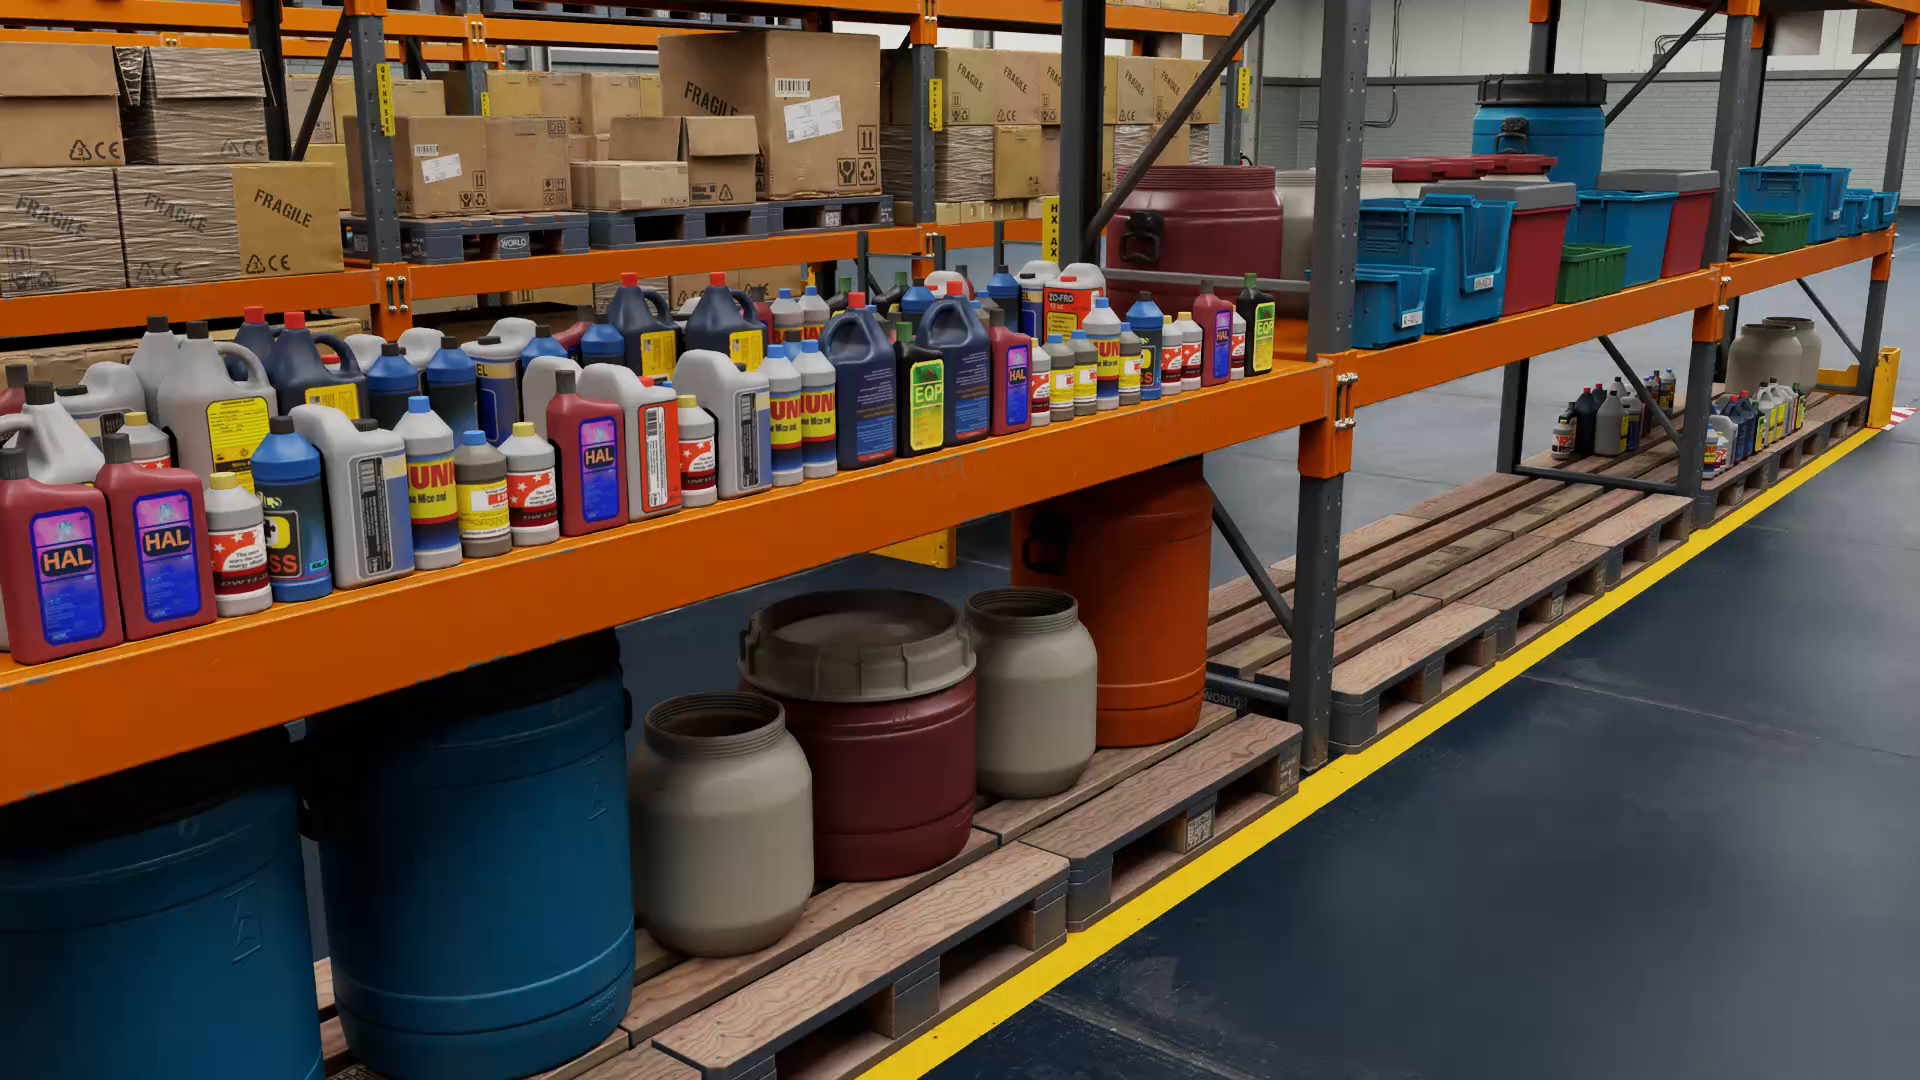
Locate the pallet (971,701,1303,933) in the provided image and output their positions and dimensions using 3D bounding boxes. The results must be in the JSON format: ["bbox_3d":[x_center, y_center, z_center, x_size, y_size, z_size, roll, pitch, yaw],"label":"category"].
[{"bbox_3d":[0.283,0.704,4.922,1.003,0.211,1.213,11,18,38],"label":"pallet"}]

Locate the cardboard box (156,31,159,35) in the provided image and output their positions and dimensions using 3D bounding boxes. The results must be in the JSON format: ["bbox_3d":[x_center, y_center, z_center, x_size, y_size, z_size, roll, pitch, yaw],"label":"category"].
[{"bbox_3d":[-8.339,-5.311,17.353,0.380,0.149,0.250,11,18,38],"label":"cardboard box"}]

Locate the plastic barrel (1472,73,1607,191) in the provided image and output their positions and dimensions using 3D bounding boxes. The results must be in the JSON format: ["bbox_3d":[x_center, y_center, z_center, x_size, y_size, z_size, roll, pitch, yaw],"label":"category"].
[{"bbox_3d":[2.782,-1.787,8.045,0.600,0.901,0.708,11,18,38],"label":"plastic barrel"}]

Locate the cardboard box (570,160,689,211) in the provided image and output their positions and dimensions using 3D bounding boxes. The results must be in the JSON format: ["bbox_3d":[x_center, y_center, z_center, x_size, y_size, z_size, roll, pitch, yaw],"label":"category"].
[{"bbox_3d":[-1.874,-1.987,9.305,0.500,0.250,0.500,11,18,36],"label":"cardboard box"}]

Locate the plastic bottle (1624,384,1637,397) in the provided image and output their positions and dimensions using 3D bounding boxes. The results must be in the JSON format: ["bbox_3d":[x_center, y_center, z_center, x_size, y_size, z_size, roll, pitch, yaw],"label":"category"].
[{"bbox_3d":[3.870,-0.761,9.664,0.152,0.276,0.135,12,18,39],"label":"plastic bottle"}]

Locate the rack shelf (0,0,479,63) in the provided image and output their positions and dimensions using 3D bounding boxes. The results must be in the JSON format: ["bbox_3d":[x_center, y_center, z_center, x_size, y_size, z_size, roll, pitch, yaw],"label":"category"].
[{"bbox_3d":[-5.643,-3.846,12.540,1.077,0.370,4.000,11,18,38],"label":"rack shelf"}]

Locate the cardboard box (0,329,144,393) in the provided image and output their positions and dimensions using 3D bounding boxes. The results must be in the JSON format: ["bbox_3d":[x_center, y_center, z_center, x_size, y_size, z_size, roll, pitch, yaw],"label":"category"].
[{"bbox_3d":[-4.122,-0.446,7.250,1.225,0.875,0.875,11,18,38],"label":"cardboard box"}]

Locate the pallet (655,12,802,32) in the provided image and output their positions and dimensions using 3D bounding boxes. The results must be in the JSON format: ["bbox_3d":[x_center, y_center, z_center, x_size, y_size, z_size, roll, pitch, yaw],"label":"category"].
[{"bbox_3d":[-2.330,-5.157,16.420,1.003,0.211,1.213,11,18,38],"label":"pallet"}]

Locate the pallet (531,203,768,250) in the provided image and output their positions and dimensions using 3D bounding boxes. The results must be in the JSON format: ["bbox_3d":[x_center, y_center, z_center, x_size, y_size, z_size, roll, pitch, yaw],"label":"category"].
[{"bbox_3d":[-1.894,-1.864,9.756,1.003,0.211,1.213,11,18,38],"label":"pallet"}]

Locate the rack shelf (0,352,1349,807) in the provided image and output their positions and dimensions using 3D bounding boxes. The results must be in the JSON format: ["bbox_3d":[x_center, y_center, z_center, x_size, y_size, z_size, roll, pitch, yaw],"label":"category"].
[{"bbox_3d":[-0.510,-0.073,3.779,1.077,0.370,4.000,11,18,38],"label":"rack shelf"}]

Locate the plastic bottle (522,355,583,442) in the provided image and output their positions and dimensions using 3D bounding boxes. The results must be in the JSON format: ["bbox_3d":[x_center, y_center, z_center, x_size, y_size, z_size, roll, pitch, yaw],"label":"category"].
[{"bbox_3d":[-0.717,-0.209,3.106,0.152,0.276,0.135,11,18,38],"label":"plastic bottle"}]

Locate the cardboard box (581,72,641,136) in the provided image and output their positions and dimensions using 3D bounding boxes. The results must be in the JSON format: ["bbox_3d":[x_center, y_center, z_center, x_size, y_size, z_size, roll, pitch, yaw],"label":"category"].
[{"bbox_3d":[-3.426,-3.991,15.243,0.875,0.550,0.550,11,18,38],"label":"cardboard box"}]

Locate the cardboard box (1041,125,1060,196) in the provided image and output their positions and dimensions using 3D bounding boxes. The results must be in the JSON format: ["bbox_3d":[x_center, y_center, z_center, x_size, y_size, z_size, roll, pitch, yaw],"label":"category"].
[{"bbox_3d":[0.317,-2.808,12.277,0.875,0.500,0.500,11,18,38],"label":"cardboard box"}]

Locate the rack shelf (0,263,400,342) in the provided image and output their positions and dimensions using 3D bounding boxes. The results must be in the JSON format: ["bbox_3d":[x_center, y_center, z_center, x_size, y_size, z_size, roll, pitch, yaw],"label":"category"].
[{"bbox_3d":[-4.363,-0.839,6.796,1.077,0.370,4.000,11,18,38],"label":"rack shelf"}]

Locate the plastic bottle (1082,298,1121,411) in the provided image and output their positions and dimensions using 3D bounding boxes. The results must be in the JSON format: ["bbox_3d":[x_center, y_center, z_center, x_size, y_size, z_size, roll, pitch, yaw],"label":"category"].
[{"bbox_3d":[0.348,-0.461,4.106,0.097,0.271,0.097,0,14,0],"label":"plastic bottle"}]

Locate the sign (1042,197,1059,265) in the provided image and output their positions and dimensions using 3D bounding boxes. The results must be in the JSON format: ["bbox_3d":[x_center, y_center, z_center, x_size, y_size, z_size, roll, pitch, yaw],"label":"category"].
[{"bbox_3d":[0.314,-0.968,5.508,0.100,0.325,0.005,11,18,38],"label":"sign"}]

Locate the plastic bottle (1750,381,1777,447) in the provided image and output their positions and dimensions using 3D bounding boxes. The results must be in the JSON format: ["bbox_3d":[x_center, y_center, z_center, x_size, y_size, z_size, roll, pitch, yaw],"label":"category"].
[{"bbox_3d":[4.477,-0.708,9.304,0.144,0.351,0.185,11,18,37],"label":"plastic bottle"}]

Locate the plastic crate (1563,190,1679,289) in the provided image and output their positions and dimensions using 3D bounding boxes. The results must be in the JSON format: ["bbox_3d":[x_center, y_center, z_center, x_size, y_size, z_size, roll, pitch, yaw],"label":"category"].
[{"bbox_3d":[2.809,-1.304,7.194,0.392,0.384,0.575,11,18,38],"label":"plastic crate"}]

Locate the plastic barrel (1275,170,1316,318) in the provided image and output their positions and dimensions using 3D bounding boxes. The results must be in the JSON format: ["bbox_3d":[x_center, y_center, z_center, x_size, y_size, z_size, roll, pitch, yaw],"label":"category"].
[{"bbox_3d":[1.227,-1.089,6.090,0.421,0.512,0.421,0,14,0],"label":"plastic barrel"}]

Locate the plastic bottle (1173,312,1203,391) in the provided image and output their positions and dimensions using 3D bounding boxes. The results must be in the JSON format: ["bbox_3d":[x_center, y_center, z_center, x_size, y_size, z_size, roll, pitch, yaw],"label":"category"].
[{"bbox_3d":[0.592,-0.501,4.408,0.097,0.201,0.097,0,14,0],"label":"plastic bottle"}]

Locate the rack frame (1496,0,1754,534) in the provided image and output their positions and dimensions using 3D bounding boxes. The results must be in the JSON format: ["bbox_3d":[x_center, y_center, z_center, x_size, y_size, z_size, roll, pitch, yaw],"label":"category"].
[{"bbox_3d":[3.261,-1.571,8.214,1.000,3.000,0.127,11,18,38],"label":"rack frame"}]

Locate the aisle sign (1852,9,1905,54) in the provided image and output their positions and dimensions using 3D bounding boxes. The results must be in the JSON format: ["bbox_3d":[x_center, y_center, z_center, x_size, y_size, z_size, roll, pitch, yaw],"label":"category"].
[{"bbox_3d":[6.051,-3.564,10.782,0.394,0.787,0.004,11,18,38],"label":"aisle sign"}]

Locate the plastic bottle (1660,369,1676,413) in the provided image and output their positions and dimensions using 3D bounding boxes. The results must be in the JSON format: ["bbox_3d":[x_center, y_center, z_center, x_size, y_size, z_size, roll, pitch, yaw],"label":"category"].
[{"bbox_3d":[4.393,-0.929,10.334,0.097,0.271,0.097,0,14,0],"label":"plastic bottle"}]

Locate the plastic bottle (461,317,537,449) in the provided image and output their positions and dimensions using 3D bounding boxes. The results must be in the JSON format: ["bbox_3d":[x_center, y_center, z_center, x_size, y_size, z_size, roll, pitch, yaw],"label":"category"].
[{"bbox_3d":[-0.994,-0.341,3.624,0.152,0.276,0.135,11,18,38],"label":"plastic bottle"}]

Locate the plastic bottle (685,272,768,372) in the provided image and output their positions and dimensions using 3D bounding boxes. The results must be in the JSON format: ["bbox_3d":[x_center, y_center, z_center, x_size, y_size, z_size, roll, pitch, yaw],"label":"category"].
[{"bbox_3d":[-0.549,-0.455,3.920,0.144,0.351,0.185,11,18,38],"label":"plastic bottle"}]

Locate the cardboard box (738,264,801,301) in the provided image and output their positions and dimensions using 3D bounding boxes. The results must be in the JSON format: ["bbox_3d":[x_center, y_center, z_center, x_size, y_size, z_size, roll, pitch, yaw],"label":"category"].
[{"bbox_3d":[-2.247,-2.924,17.002,0.875,0.875,0.875,11,18,38],"label":"cardboard box"}]

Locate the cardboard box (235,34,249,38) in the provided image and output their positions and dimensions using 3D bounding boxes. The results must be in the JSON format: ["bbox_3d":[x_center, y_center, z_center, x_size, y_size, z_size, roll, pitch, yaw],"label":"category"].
[{"bbox_3d":[-7.635,-5.331,17.432,0.380,0.149,0.250,11,18,38],"label":"cardboard box"}]

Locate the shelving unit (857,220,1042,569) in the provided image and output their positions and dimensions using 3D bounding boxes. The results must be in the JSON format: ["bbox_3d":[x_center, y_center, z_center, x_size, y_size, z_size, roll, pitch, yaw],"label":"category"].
[{"bbox_3d":[0.048,-0.742,7.996,0.587,1.500,1.083,11,18,38],"label":"shelving unit"}]

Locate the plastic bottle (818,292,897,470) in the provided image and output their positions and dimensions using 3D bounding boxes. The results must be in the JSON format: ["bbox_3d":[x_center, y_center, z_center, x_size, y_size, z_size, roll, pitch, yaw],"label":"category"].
[{"bbox_3d":[-0.227,-0.333,3.443,0.144,0.351,0.185,11,18,38],"label":"plastic bottle"}]

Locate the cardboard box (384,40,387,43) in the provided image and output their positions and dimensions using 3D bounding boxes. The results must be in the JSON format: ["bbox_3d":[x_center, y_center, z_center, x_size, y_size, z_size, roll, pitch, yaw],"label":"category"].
[{"bbox_3d":[-6.619,-5.616,18.557,0.380,0.149,0.250,11,18,36],"label":"cardboard box"}]

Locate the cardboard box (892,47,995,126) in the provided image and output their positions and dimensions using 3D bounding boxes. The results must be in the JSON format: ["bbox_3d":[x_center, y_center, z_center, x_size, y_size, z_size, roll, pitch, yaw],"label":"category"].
[{"bbox_3d":[-0.111,-3.061,11.243,0.500,0.500,0.500,11,18,38],"label":"cardboard box"}]

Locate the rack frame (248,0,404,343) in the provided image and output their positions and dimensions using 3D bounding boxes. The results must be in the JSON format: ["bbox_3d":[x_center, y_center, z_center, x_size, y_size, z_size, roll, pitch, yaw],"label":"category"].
[{"bbox_3d":[-3.106,-1.571,8.215,1.000,3.000,0.127,11,18,38],"label":"rack frame"}]

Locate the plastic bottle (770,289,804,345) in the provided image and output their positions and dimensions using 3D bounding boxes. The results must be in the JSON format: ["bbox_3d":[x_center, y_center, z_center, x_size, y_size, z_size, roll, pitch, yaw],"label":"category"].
[{"bbox_3d":[-0.452,-0.514,4.317,0.097,0.271,0.097,0,14,0],"label":"plastic bottle"}]

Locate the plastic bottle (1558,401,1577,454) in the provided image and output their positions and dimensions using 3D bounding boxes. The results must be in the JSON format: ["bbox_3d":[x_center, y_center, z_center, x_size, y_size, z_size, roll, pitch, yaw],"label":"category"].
[{"bbox_3d":[3.306,-0.611,9.057,0.061,0.283,0.133,12,19,40],"label":"plastic bottle"}]

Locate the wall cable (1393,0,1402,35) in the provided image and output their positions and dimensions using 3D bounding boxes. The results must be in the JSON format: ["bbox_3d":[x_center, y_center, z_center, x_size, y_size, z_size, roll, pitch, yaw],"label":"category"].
[{"bbox_3d":[13.052,-14.947,44.733,3.097,2.526,0.112,11,18,38],"label":"wall cable"}]

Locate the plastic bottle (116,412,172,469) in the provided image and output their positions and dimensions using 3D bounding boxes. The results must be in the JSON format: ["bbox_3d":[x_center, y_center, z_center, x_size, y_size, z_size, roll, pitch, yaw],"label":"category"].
[{"bbox_3d":[-1.433,-0.122,2.915,0.097,0.201,0.097,0,14,0],"label":"plastic bottle"}]

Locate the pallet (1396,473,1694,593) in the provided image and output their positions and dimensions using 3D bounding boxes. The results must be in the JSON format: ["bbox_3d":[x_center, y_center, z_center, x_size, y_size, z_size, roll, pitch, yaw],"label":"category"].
[{"bbox_3d":[2.797,-0.063,7.941,1.003,0.211,1.213,11,18,38],"label":"pallet"}]

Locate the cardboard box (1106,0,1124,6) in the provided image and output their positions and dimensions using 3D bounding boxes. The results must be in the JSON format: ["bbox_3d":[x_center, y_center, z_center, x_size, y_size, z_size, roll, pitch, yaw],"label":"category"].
[{"bbox_3d":[0.865,-4.063,12.235,0.500,0.250,0.500,11,18,37],"label":"cardboard box"}]

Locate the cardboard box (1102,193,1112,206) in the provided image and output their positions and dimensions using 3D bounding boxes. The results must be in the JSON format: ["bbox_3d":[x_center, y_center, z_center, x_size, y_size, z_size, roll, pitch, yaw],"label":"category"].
[{"bbox_3d":[1.043,-2.591,12.742,0.380,0.149,0.250,11,18,38],"label":"cardboard box"}]

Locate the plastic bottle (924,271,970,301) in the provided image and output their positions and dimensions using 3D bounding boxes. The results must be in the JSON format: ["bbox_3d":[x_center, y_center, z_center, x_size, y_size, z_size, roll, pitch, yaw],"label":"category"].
[{"bbox_3d":[-0.068,-0.623,4.735,0.152,0.276,0.135,11,18,38],"label":"plastic bottle"}]

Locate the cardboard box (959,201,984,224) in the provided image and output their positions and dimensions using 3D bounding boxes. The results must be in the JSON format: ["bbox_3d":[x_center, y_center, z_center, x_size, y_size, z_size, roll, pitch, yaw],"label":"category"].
[{"bbox_3d":[-0.055,-2.256,11.421,0.380,0.149,0.250,11,18,38],"label":"cardboard box"}]

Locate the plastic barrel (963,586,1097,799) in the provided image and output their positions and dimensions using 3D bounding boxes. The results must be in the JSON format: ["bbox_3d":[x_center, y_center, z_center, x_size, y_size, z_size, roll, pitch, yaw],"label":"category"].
[{"bbox_3d":[0.167,0.416,4.593,0.421,0.512,0.421,0,14,0],"label":"plastic barrel"}]

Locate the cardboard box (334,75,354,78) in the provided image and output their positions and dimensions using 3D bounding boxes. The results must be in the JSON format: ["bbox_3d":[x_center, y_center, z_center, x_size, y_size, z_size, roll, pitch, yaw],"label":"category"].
[{"bbox_3d":[-6.923,-4.899,18.477,0.700,0.500,0.500,11,18,37],"label":"cardboard box"}]

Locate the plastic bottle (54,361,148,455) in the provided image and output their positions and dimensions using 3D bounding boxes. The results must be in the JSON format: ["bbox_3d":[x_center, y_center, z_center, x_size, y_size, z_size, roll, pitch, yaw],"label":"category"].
[{"bbox_3d":[-1.542,-0.174,2.967,0.152,0.276,0.135,11,18,38],"label":"plastic bottle"}]

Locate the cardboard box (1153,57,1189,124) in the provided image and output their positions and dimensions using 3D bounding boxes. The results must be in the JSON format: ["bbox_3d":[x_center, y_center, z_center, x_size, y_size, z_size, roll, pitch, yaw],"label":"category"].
[{"bbox_3d":[1.459,-3.540,13.129,0.500,0.500,0.500,11,18,38],"label":"cardboard box"}]

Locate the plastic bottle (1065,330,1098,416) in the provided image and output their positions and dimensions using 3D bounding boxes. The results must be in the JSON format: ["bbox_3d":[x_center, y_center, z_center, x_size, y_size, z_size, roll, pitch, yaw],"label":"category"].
[{"bbox_3d":[0.286,-0.408,4.041,0.097,0.201,0.097,0,14,0],"label":"plastic bottle"}]

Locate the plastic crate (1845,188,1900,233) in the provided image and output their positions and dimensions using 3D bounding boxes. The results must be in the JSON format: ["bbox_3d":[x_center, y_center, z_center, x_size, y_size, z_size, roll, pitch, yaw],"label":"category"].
[{"bbox_3d":[5.693,-2.122,10.688,0.499,0.251,0.616,11,18,38],"label":"plastic crate"}]

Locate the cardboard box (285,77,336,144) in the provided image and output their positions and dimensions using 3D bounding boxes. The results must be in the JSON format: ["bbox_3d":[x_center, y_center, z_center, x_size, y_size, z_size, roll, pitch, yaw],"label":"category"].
[{"bbox_3d":[-5.333,-3.366,13.045,0.700,0.500,0.500,11,18,38],"label":"cardboard box"}]

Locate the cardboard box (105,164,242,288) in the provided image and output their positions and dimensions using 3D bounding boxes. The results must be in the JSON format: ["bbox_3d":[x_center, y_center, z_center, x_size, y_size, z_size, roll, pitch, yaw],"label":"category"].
[{"bbox_3d":[-3.541,-1.392,7.308,0.500,0.500,0.500,11,18,37],"label":"cardboard box"}]

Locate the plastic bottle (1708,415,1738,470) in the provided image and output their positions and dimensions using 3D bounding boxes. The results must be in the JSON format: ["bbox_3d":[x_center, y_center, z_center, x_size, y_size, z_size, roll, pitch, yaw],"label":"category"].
[{"bbox_3d":[3.984,-0.523,8.728,0.152,0.276,0.135,12,19,40],"label":"plastic bottle"}]

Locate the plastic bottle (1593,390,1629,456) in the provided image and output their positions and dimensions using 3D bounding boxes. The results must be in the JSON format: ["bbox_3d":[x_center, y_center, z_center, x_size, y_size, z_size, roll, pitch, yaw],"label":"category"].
[{"bbox_3d":[3.553,-0.646,9.059,0.144,0.351,0.185,11,18,38],"label":"plastic bottle"}]

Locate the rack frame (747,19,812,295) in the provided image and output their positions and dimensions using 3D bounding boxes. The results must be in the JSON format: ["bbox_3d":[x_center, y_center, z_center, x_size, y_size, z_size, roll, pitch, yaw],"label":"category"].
[{"bbox_3d":[-1.872,-3.890,17.344,1.000,3.000,0.127,11,18,38],"label":"rack frame"}]

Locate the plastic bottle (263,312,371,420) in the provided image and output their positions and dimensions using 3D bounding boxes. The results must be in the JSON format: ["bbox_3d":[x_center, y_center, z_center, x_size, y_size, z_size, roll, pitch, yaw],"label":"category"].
[{"bbox_3d":[-1.216,-0.254,3.133,0.144,0.351,0.185,11,18,38],"label":"plastic bottle"}]

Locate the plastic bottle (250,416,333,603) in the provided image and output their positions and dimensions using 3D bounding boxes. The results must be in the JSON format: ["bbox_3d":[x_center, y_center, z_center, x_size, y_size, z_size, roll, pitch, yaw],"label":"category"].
[{"bbox_3d":[-1.002,-0.050,2.487,0.097,0.271,0.097,0,14,0],"label":"plastic bottle"}]

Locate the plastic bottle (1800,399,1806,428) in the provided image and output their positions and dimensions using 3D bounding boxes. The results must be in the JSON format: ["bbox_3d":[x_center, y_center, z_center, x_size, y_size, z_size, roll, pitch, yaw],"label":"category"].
[{"bbox_3d":[4.961,-0.774,9.868,0.097,0.201,0.097,0,14,0],"label":"plastic bottle"}]
